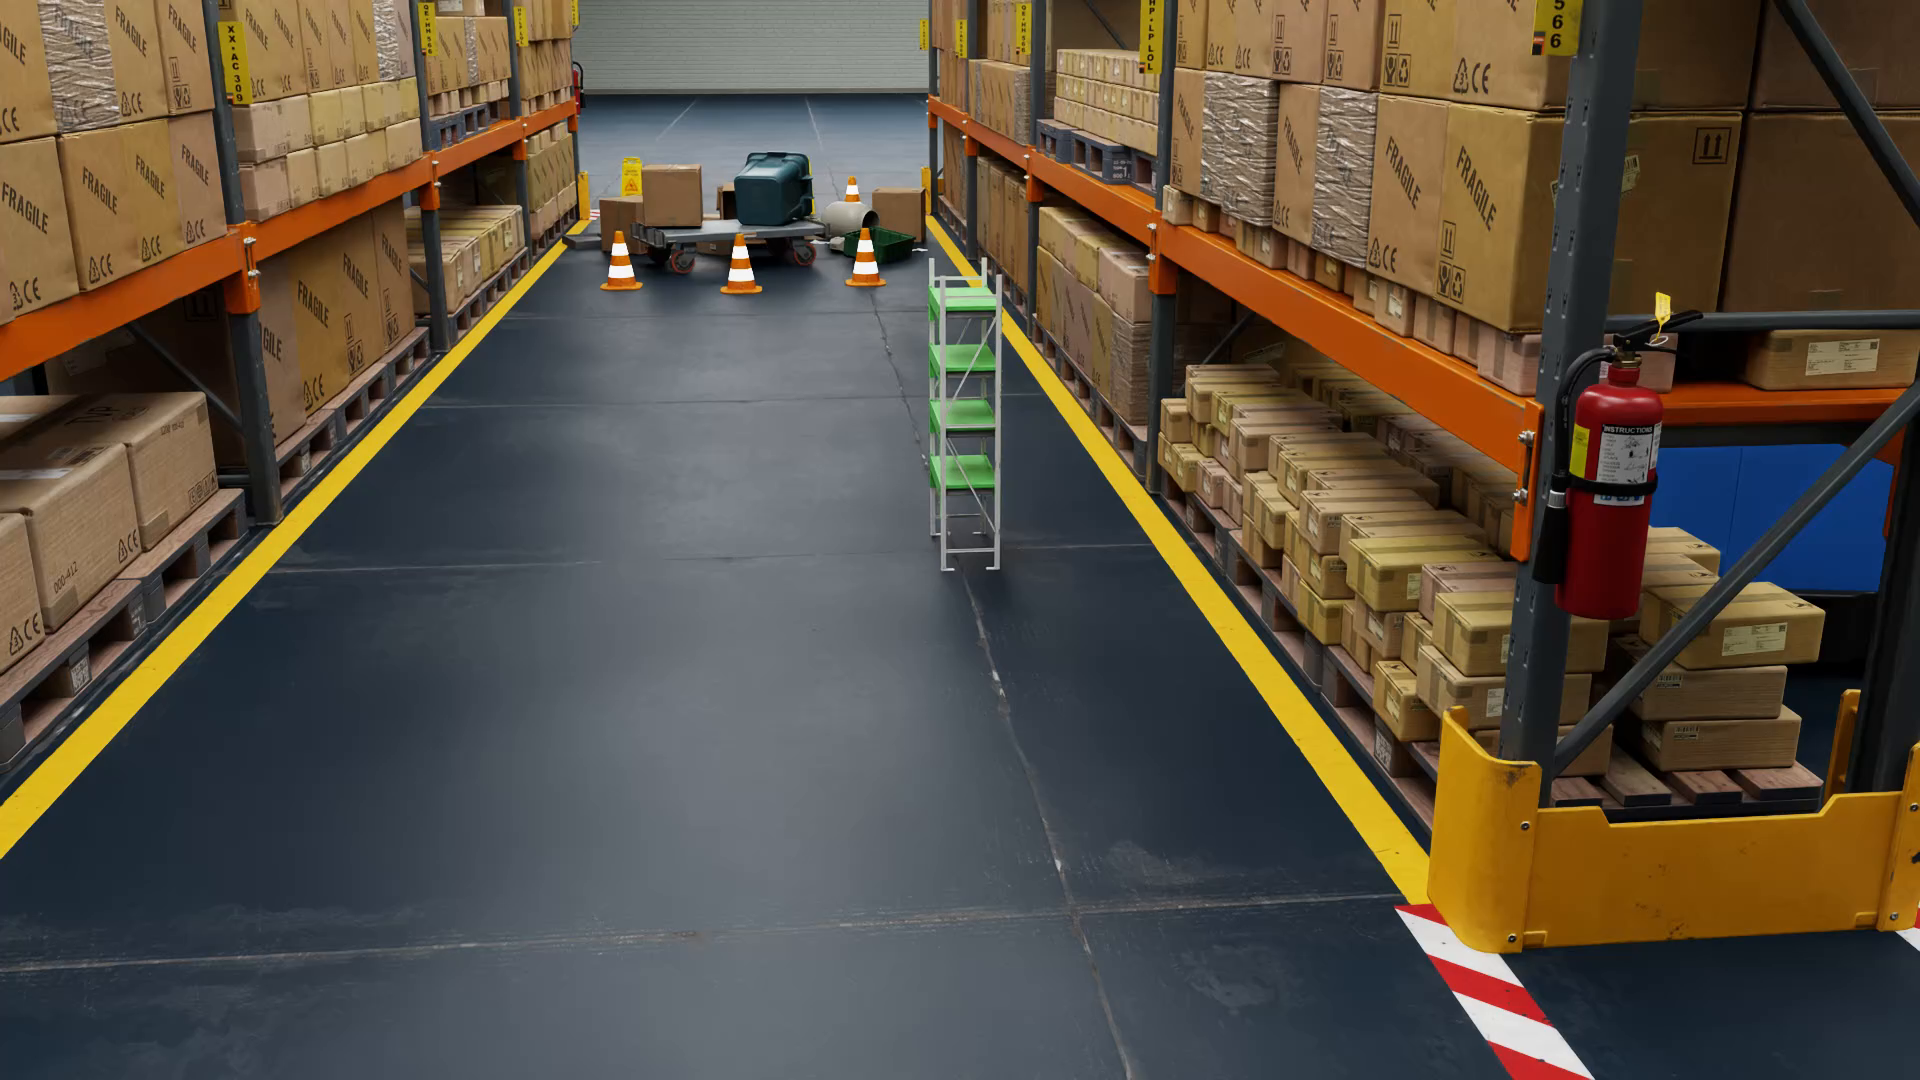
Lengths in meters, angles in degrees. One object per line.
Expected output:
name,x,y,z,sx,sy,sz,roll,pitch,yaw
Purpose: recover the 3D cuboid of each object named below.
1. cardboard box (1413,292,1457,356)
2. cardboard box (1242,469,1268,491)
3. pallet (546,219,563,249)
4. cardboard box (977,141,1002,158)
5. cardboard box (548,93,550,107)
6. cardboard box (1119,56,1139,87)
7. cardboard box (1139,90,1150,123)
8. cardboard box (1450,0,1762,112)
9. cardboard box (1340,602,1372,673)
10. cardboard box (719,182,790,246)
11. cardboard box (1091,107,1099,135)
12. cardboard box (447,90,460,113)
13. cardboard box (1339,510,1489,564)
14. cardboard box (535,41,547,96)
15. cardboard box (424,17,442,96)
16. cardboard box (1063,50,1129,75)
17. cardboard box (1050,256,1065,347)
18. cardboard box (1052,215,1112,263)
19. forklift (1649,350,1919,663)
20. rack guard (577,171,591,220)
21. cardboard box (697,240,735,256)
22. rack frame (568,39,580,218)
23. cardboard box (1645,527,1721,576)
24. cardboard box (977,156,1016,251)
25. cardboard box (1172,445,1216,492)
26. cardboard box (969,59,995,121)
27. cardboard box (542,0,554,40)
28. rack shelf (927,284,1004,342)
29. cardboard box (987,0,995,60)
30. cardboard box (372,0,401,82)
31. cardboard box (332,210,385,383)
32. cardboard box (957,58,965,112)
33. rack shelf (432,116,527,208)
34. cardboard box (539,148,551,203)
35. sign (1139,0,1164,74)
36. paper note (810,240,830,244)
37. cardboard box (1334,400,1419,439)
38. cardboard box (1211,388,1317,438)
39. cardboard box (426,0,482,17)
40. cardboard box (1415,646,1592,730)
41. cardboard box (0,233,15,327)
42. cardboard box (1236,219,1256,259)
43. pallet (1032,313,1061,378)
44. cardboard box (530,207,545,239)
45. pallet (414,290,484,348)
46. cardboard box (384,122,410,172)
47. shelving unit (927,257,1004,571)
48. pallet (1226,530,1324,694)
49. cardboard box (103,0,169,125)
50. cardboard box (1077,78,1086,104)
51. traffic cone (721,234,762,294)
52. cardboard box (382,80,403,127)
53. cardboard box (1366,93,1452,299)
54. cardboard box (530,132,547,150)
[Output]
cardboard box,1.457,-0.598,4.492,0.380,0.149,0.250,-2,18,-6
cardboard box,1.313,-0.228,6.458,0.380,0.149,0.250,-1,17,-3
pallet,-4.584,-3.105,16.714,1.003,0.211,1.213,-2,18,-6
cardboard box,0.567,-3.431,15.944,0.875,0.875,0.875,-2,17,-5
cardboard box,-4.240,-4.311,16.321,0.380,0.149,0.250,-2,18,-6
cardboard box,1.050,-2.458,8.723,0.380,0.149,0.250,-2,18,-7
cardboard box,1.099,-2.159,8.267,0.380,0.149,0.250,-1,17,-3
cardboard box,1.506,-1.275,3.897,0.500,0.500,0.500,-2,18,-7
cardboard box,1.431,0.302,5.266,0.380,0.149,0.250,-2,18,-5
cardboard box,-1.959,-3.214,16.347,0.797,0.637,0.503,-2,18,-6
cardboard box,0.959,-2.409,9.561,0.380,0.149,0.250,-2,17,-5
cardboard box,-3.772,-3.114,11.806,0.380,0.149,0.250,-2,18,-5
cardboard box,1.408,0.018,5.179,0.380,0.149,0.250,-2,18,-8
cardboard box,-4.232,-4.500,15.839,0.500,0.500,0.500,-2,18,-6
cardboard box,-3.754,-3.211,11.033,0.500,0.500,0.500,-2,18,-7
cardboard box,0.861,-3.004,10.462,0.380,0.149,0.250,-2,18,-7
cardboard box,0.850,-1.502,10.427,0.500,0.500,0.500,-2,17,-5
cardboard box,0.858,-1.865,10.328,0.500,0.250,0.500,-2,18,-6
forklift,3.755,-1.066,5.679,3.031,2.935,1.130,1,17,4
rack guard,-4.755,-3.848,18.600,1.175,0.500,0.348,-2,18,-6
cardboard box,-2.300,-2.876,15.896,0.396,0.266,0.258,16,24,42
rack frame,-4.763,-5.063,18.298,1.000,3.000,0.127,-2,18,-6
cardboard box,2.038,0.072,5.004,0.380,0.149,0.250,-2,18,-6
cardboard box,0.716,-3.000,14.779,1.050,0.750,0.750,-2,18,-6
cardboard box,1.133,-0.314,7.227,0.380,0.149,0.250,-1,17,-4
cardboard box,0.349,-3.937,14.544,0.500,0.500,0.500,-2,17,-5
cardboard box,-4.236,-4.979,15.697,0.700,0.500,0.500,-2,18,-7
rack shelf,0.017,-0.920,6.716,0.258,0.148,0.480,-2,18,-6
cardboard box,0.620,-4.432,14.449,0.700,0.500,0.500,-2,18,-7
cardboard box,-3.563,-2.906,9.590,0.500,0.500,0.500,-1,17,-5
cardboard box,-3.861,-1.392,9.450,0.875,0.875,0.875,-2,17,-5
cardboard box,0.434,-4.399,15.931,0.875,0.550,0.550,-2,18,-6
rack shelf,-4.144,-2.933,12.711,1.077,0.370,4.000,-2,18,-6
cardboard box,-4.210,-3.461,15.832,0.500,0.500,0.500,-1,17,-3
sign,0.836,-2.205,7.261,0.100,0.325,0.005,-2,18,-6
paper note,-1.398,-2.983,16.639,0.172,0.023,0.155,4,18,13
cardboard box,1.731,-0.469,6.728,0.380,0.149,0.250,-1,17,-4
cardboard box,1.262,-0.529,6.918,0.380,0.149,0.250,-2,18,-6
cardboard box,-3.943,-4.155,12.956,0.380,0.149,0.250,-3,18,-8
cardboard box,1.462,0.390,4.489,0.380,0.149,0.250,-2,18,-7
cardboard box,-2.991,-0.798,4.544,0.500,0.500,0.500,-2,18,-6
cardboard box,1.255,-1.146,6.239,0.380,0.149,0.250,-1,17,-5
pallet,1.054,-1.300,10.965,1.003,0.211,1.213,-2,18,-6
cardboard box,-4.143,-2.944,15.437,0.500,0.250,0.500,-3,18,-8
pallet,-4.017,-1.582,11.865,1.003,0.211,1.213,-2,18,-6
cardboard box,-3.559,-2.314,9.790,0.500,0.250,0.500,-1,17,-5
shelving unit,0.017,-0.523,6.840,0.258,1.200,0.503,-2,18,-6
pallet,1.621,0.222,6.116,1.003,0.211,1.213,-2,18,-6
cardboard box,-3.158,-1.730,5.842,0.500,0.500,0.500,-2,18,-6
cardboard box,0.913,-2.700,9.991,0.380,0.149,0.250,-2,18,-5
traffic cone,-1.805,-2.280,13.666,0.336,0.463,0.334,-2,18,-6
cardboard box,-3.579,-2.558,9.732,0.500,0.250,0.500,-2,18,-7
cardboard box,1.450,-0.949,4.528,0.500,0.500,0.500,-2,18,-7
cardboard box,-4.151,-3.804,15.840,0.380,0.149,0.250,-1,17,-4
